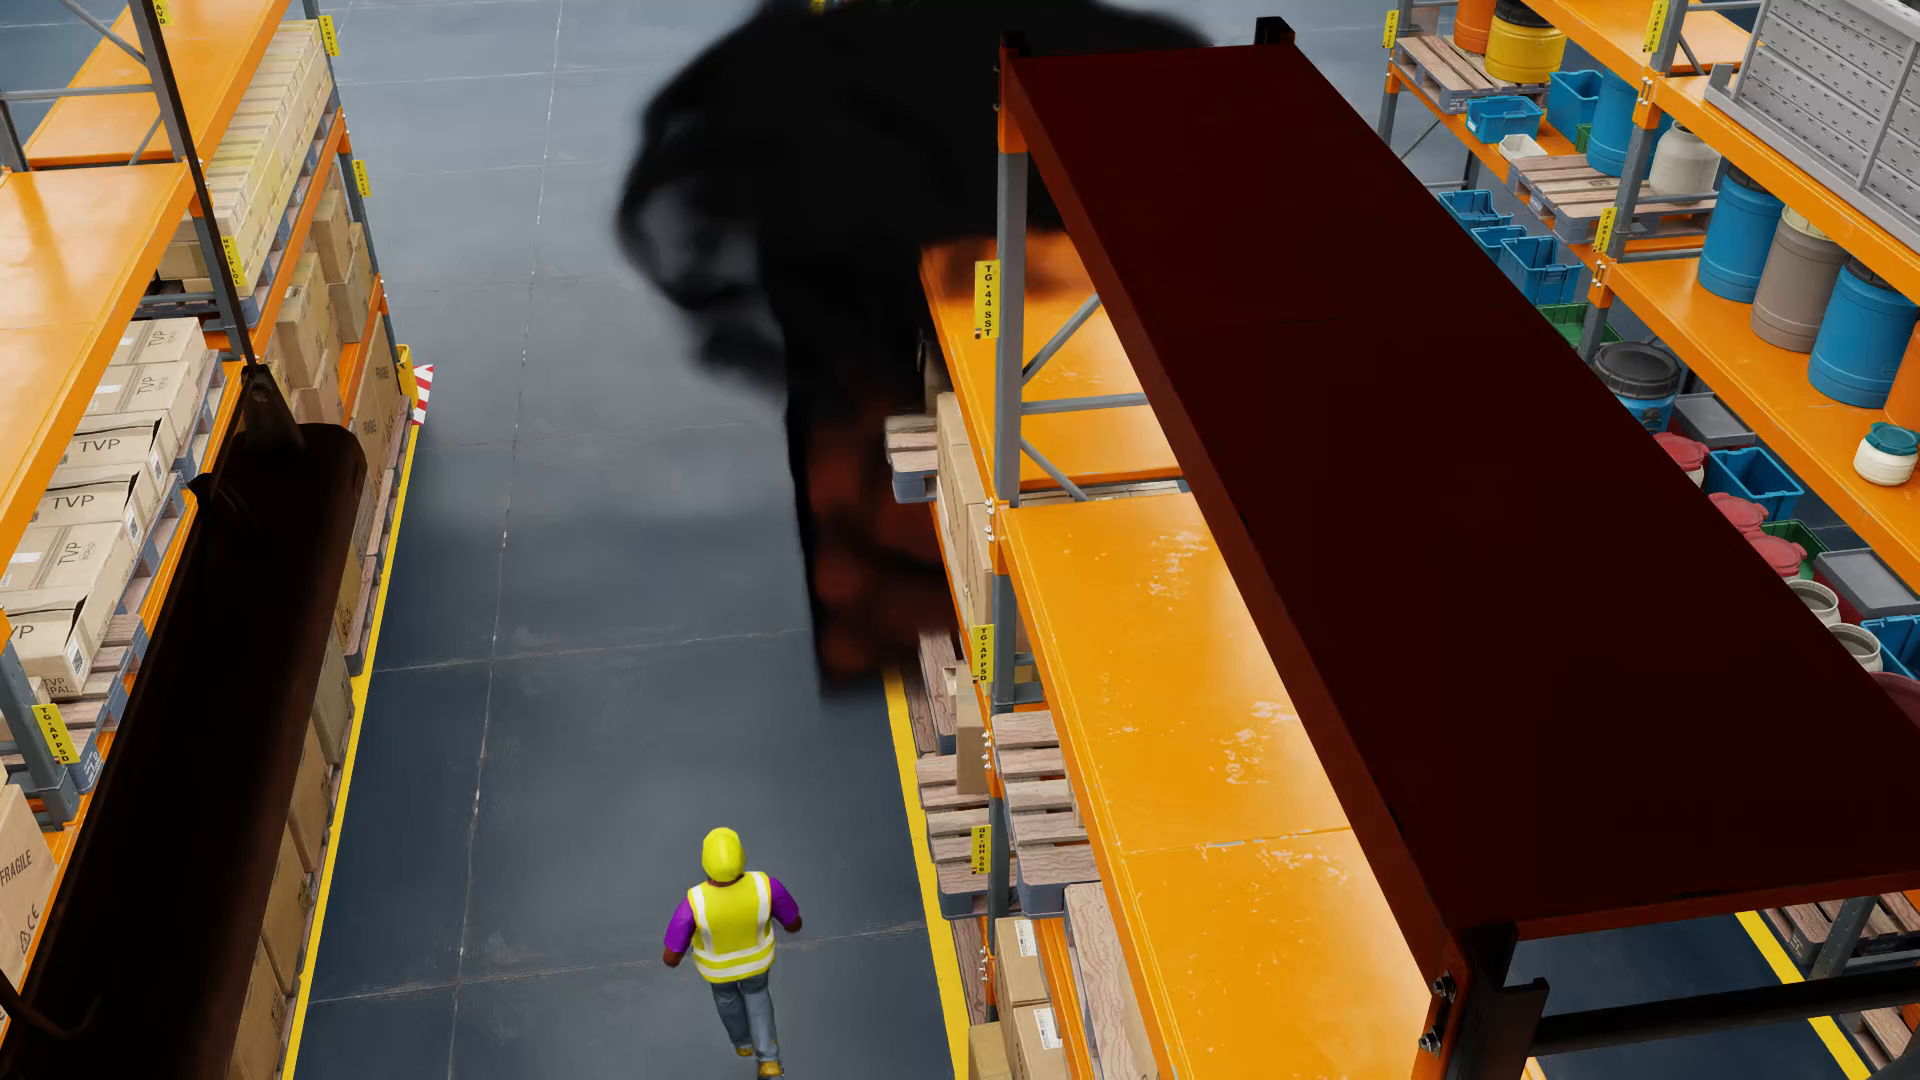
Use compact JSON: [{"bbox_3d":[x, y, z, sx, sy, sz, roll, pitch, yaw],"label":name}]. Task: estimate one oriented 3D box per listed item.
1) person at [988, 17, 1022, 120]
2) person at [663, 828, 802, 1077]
[{"bbox_3d":[0.602,-4.942,18.645,0.886,1.828,0.646,10,38,14],"label":"person"},{"bbox_3d":[-1.155,2.181,8.549,0.711,1.758,0.738,-10,37,-13],"label":"person"}]
